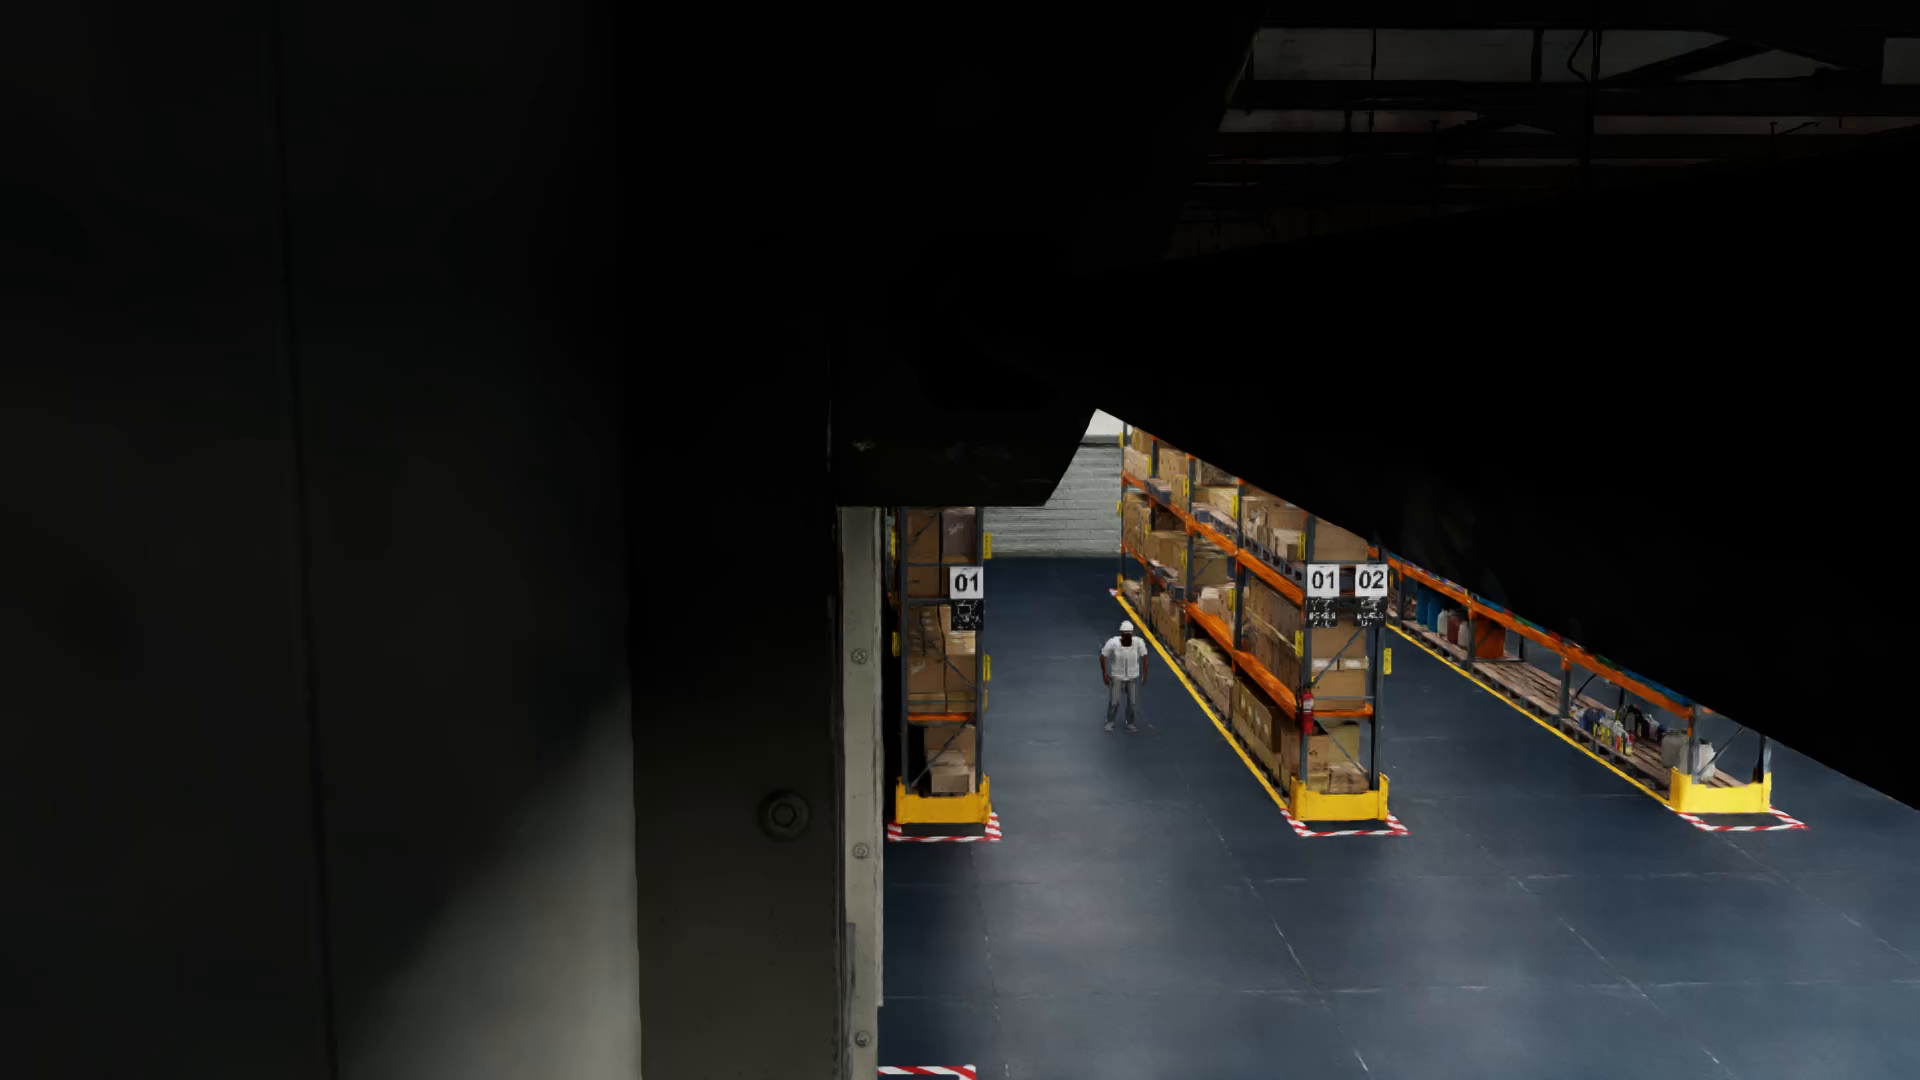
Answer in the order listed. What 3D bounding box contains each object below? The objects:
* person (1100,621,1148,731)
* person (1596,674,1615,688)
[{"bbox_3d":[2.440,2.026,24.731,0.719,1.714,0.578,0,8,-3],"label":"person"},{"bbox_3d":[10.887,1.631,27.844,0.481,1.583,1.083,-1,8,-5],"label":"person"}]
